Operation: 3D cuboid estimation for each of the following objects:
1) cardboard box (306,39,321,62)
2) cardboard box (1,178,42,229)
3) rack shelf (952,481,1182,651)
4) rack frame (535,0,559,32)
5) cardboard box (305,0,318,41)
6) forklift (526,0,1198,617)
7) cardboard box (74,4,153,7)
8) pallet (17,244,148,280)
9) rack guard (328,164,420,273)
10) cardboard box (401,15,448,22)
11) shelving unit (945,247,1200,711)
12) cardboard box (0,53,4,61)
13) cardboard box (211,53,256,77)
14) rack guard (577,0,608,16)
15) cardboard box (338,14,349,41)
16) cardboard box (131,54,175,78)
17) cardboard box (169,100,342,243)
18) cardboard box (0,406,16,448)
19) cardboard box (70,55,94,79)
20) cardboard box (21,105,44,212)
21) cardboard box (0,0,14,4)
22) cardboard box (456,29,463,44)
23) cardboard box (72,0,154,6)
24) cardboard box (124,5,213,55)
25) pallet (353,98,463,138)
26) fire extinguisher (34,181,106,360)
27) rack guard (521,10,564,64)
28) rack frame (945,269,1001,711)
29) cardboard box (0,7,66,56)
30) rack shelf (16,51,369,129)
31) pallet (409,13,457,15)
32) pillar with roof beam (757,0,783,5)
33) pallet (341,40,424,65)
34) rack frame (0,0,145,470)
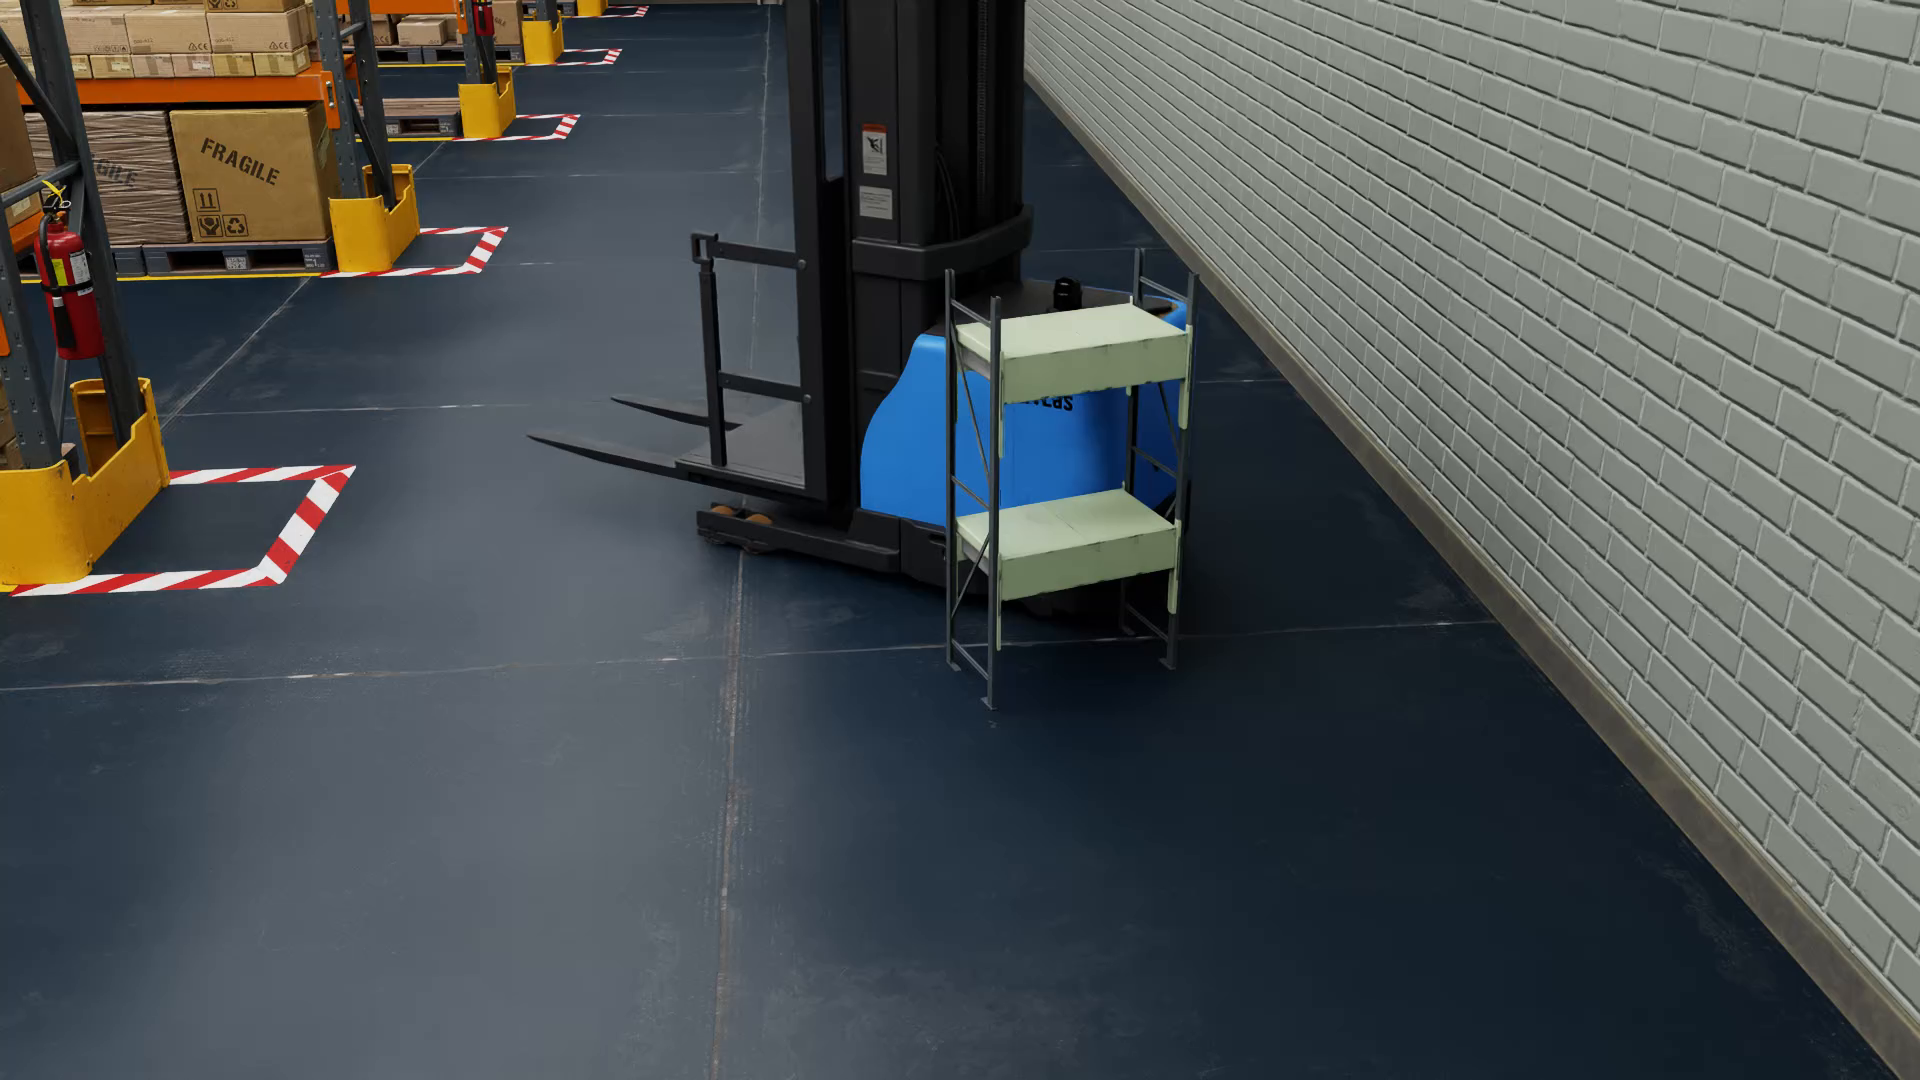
[{"bbox_3d":[-4.550,-3.441,11.607,0.250,0.149,0.380,-2,24,-5],"label":"cardboard box"},{"bbox_3d":[-4.132,-1.432,7.088,0.250,0.149,0.380,-2,24,-6],"label":"cardboard box"},{"bbox_3d":[0.375,0.082,6.021,0.720,0.370,0.431,-10,26,-22],"label":"rack shelf"},{"bbox_3d":[-5.134,-7.440,20.297,0.127,3.000,1.000,-2,24,-5],"label":"rack frame"},{"bbox_3d":[-4.668,-3.594,11.460,0.500,0.250,0.500,-3,24,-7],"label":"cardboard box"},{"bbox_3d":[-0.555,-1.454,6.913,3.031,2.935,1.130,13,27,26],"label":"forklift"},{"bbox_3d":[-5.685,-3.552,11.366,0.500,0.250,0.500,-3,24,-7],"label":"cardboard box"},{"bbox_3d":[-6.164,-2.051,11.605,1.213,0.211,1.003,-2,24,-5],"label":"pallet"},{"bbox_3d":[-4.140,-2.295,11.798,0.348,0.500,1.175,-2,24,-5],"label":"rack guard"},{"bbox_3d":[-6.698,-6.438,20.885,0.500,0.250,0.500,-2,24,-5],"label":"cardboard box"},{"bbox_3d":[0.375,-0.216,5.888,0.755,1.500,0.431,-10,26,-22],"label":"shelving unit"},{"bbox_3d":[-4.250,-2.155,6.686,0.500,0.500,0.500,-2,24,-5],"label":"cardboard box"},{"bbox_3d":[-4.745,-3.163,10.983,0.250,0.149,0.380,-2,24,-5],"label":"cardboard box"},{"bbox_3d":[-5.601,-8.301,25.311,0.348,0.500,1.175,-2,24,-5],"label":"rack guard"},{"bbox_3d":[-7.829,-6.421,20.771,0.500,0.311,0.500,-2,24,-5],"label":"cardboard box"},{"bbox_3d":[-5.244,-3.144,10.939,0.250,0.149,0.380,-2,24,-4],"label":"cardboard box"},{"bbox_3d":[-4.793,-2.599,11.504,0.875,0.875,0.875,-2,24,-5],"label":"cardboard box"},{"bbox_3d":[-4.324,-0.535,7.388,0.250,0.149,0.380,-1,24,-3],"label":"cardboard box"},{"bbox_3d":[-5.761,-3.122,10.891,0.250,0.149,0.380,-2,24,-5],"label":"cardboard box"},{"bbox_3d":[-6.585,-2.527,11.342,0.875,0.875,0.875,-2,24,-5],"label":"cardboard box"},{"bbox_3d":[-6.709,-3.510,11.272,0.500,0.250,0.500,-2,24,-4],"label":"cardboard box"},{"bbox_3d":[-6.063,-6.246,20.555,0.250,0.166,0.380,-2,24,-5],"label":"cardboard box"},{"bbox_3d":[-5.681,-3.893,11.211,0.500,0.500,0.500,-3,24,-7],"label":"cardboard box"},{"bbox_3d":[-5.125,-3.357,10.928,0.500,0.250,0.500,-3,24,-6],"label":"cardboard box"},{"bbox_3d":[-5.476,-4.147,16.320,1.213,0.211,1.003,-2,24,-5],"label":"pallet"},{"bbox_3d":[-3.481,-1.045,6.463,0.183,0.674,0.296,-2,24,-5],"label":"fire extinguisher"},{"bbox_3d":[-5.210,-6.295,20.798,0.348,0.500,1.175,-2,24,-5],"label":"rack guard"},{"bbox_3d":[0.041,-0.155,5.753,0.023,1.500,0.400,-10,26,-22],"label":"rack frame"},{"bbox_3d":[-6.150,-3.314,10.832,0.500,0.250,0.500,-2,24,-5],"label":"cardboard box"},{"bbox_3d":[-6.155,-3.028,11.254,4.000,0.370,1.077,-2,24,-5],"label":"rack shelf"},{"bbox_3d":[-7.624,-8.057,25.118,1.213,0.211,1.003,-2,24,-5],"label":"pallet"},{"bbox_3d":[-2.600,-10.901,20.697,0.400,9.000,9.100,-2,24,-5],"label":"pillar with roof beam"},{"bbox_3d":[-7.214,-6.083,20.677,1.213,0.211,1.003,-2,24,-5],"label":"pallet"},{"bbox_3d":[-3.777,-1.427,6.768,0.127,3.000,1.000,-2,24,-5],"label":"rack frame"}]
